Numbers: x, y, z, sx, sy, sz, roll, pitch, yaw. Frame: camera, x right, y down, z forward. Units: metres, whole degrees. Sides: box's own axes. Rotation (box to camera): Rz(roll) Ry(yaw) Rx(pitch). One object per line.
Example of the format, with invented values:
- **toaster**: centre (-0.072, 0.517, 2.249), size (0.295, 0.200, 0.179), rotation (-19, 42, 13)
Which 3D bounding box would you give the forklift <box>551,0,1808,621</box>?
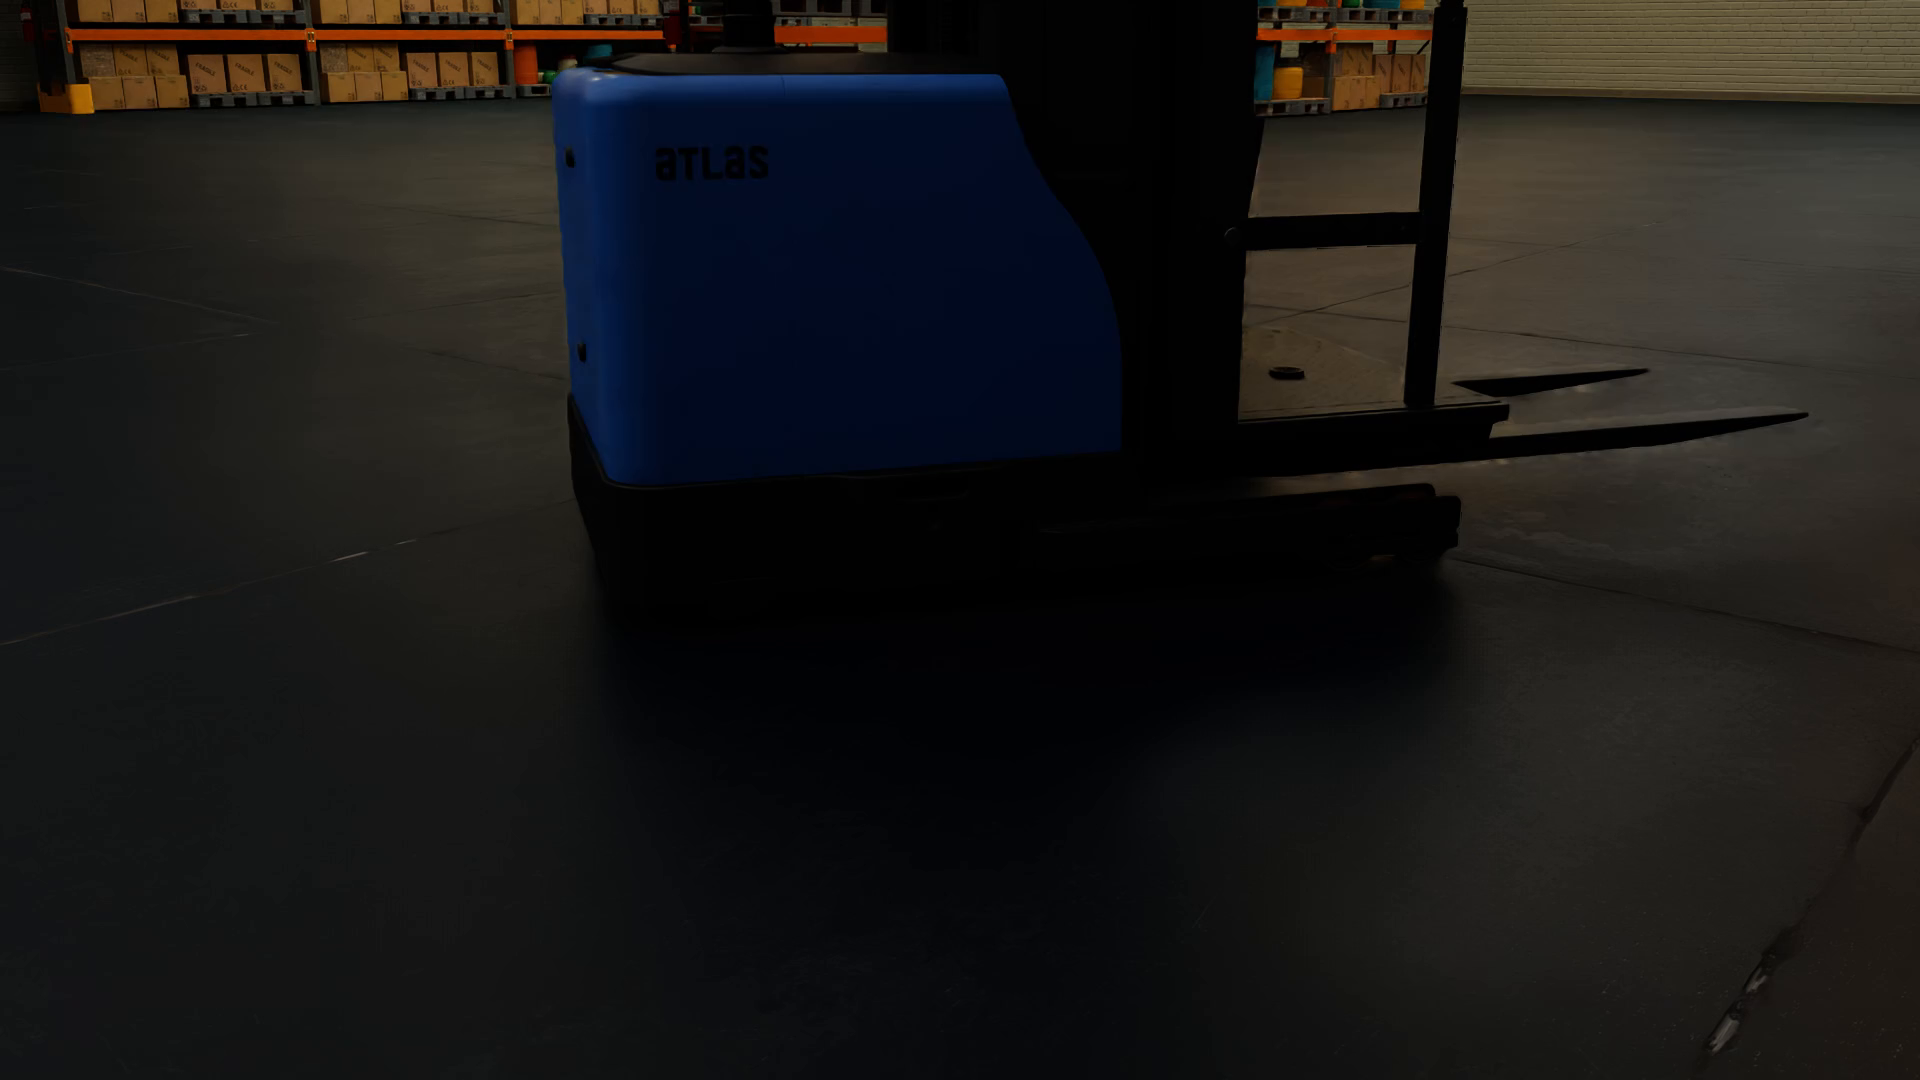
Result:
- **forklift**: centre (0.618, -1.472, 3.744), size (3.031, 2.935, 1.130), rotation (-5, 18, -17)
